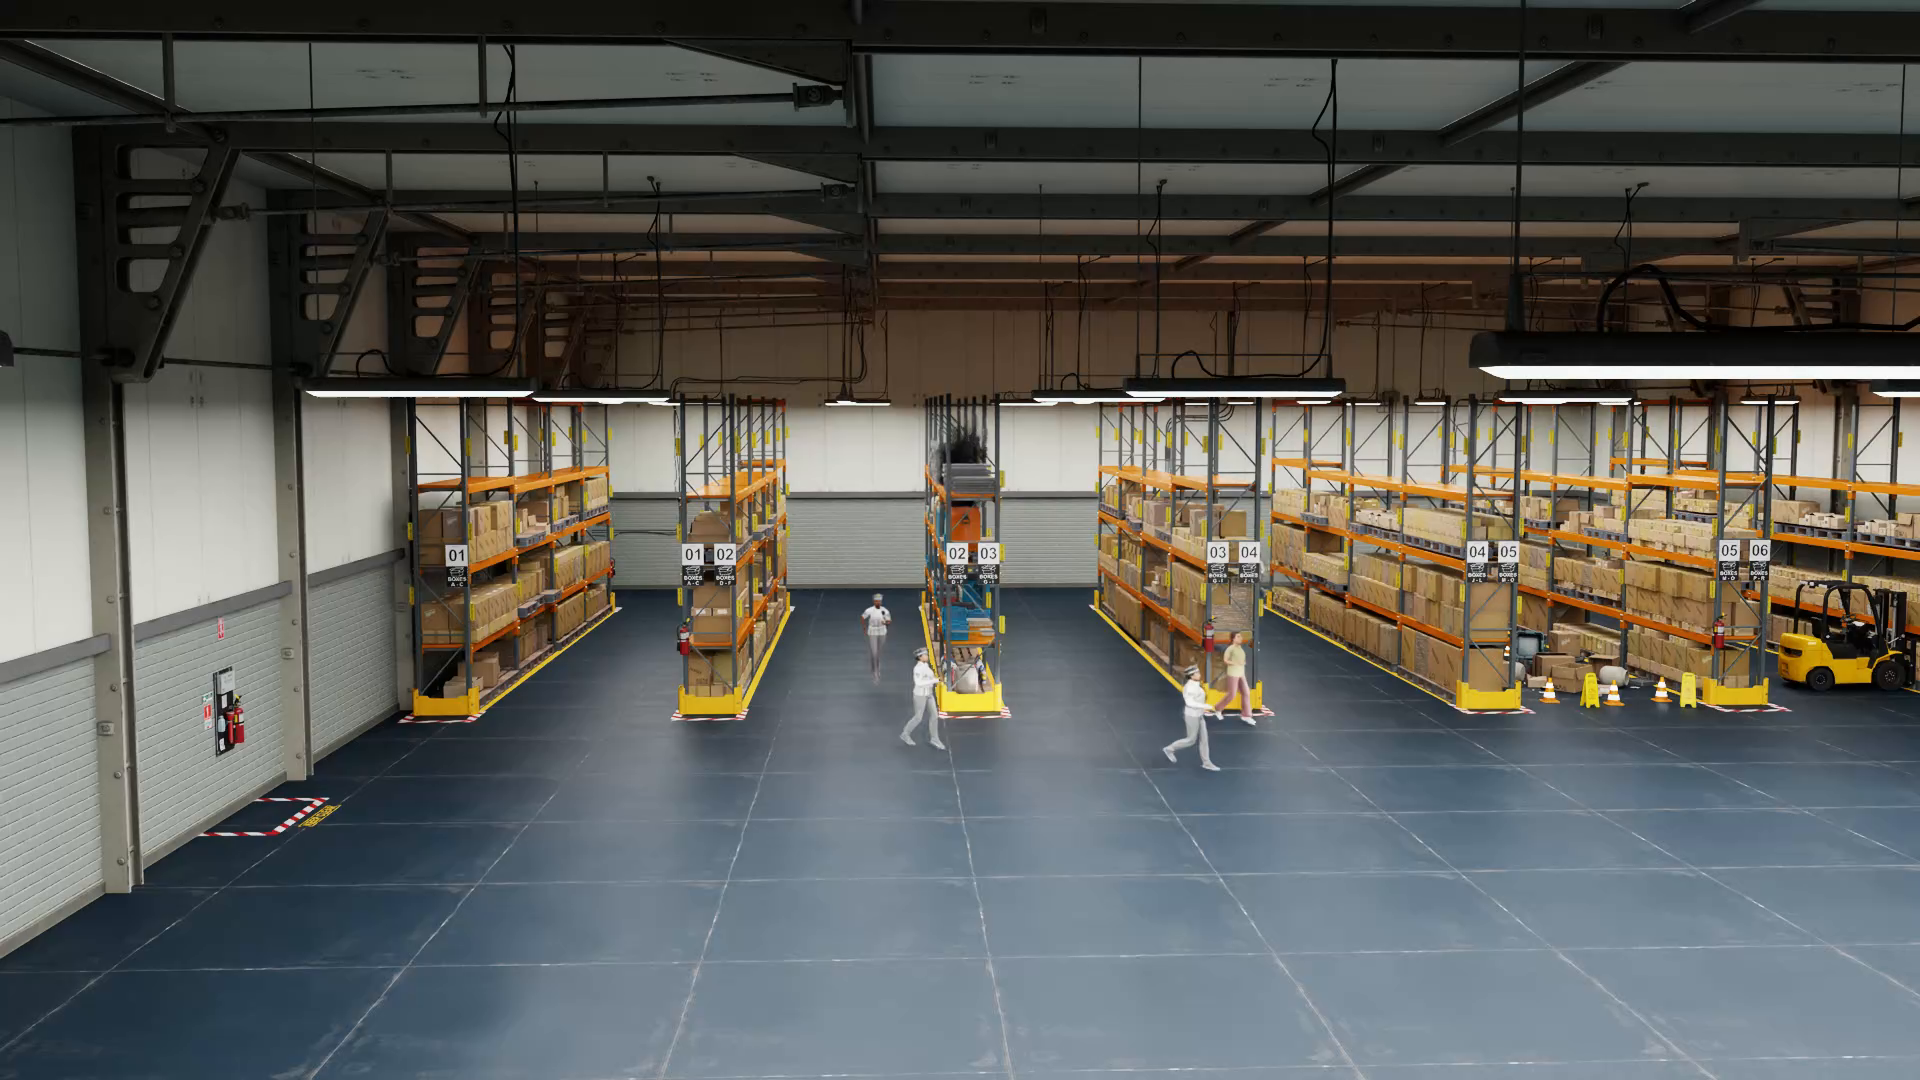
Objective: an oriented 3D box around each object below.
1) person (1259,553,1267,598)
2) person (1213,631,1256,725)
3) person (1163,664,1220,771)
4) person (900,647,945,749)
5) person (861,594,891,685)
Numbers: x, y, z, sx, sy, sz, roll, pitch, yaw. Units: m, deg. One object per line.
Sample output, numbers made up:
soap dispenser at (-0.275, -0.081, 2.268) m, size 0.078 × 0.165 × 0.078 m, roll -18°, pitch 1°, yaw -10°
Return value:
person at (8.855, 1.092, 49.097) m, size 0.684 × 1.511 × 0.615 m, roll -1°, pitch 5°, yaw -11°
person at (4.989, 2.497, 30.254) m, size 0.864 × 1.674 × 0.602 m, roll 3°, pitch 5°, yaw 34°
person at (3.677, 2.797, 26.302) m, size 0.901 × 1.693 × 0.616 m, roll 2°, pitch 5°, yaw 19°
person at (-0.630, 2.649, 28.001) m, size 0.785 × 1.730 × 0.600 m, roll 2°, pitch 5°, yaw 24°
person at (-1.657, 1.968, 33.304) m, size 0.547 × 1.776 × 0.724 m, roll -2°, pitch 5°, yaw -19°
